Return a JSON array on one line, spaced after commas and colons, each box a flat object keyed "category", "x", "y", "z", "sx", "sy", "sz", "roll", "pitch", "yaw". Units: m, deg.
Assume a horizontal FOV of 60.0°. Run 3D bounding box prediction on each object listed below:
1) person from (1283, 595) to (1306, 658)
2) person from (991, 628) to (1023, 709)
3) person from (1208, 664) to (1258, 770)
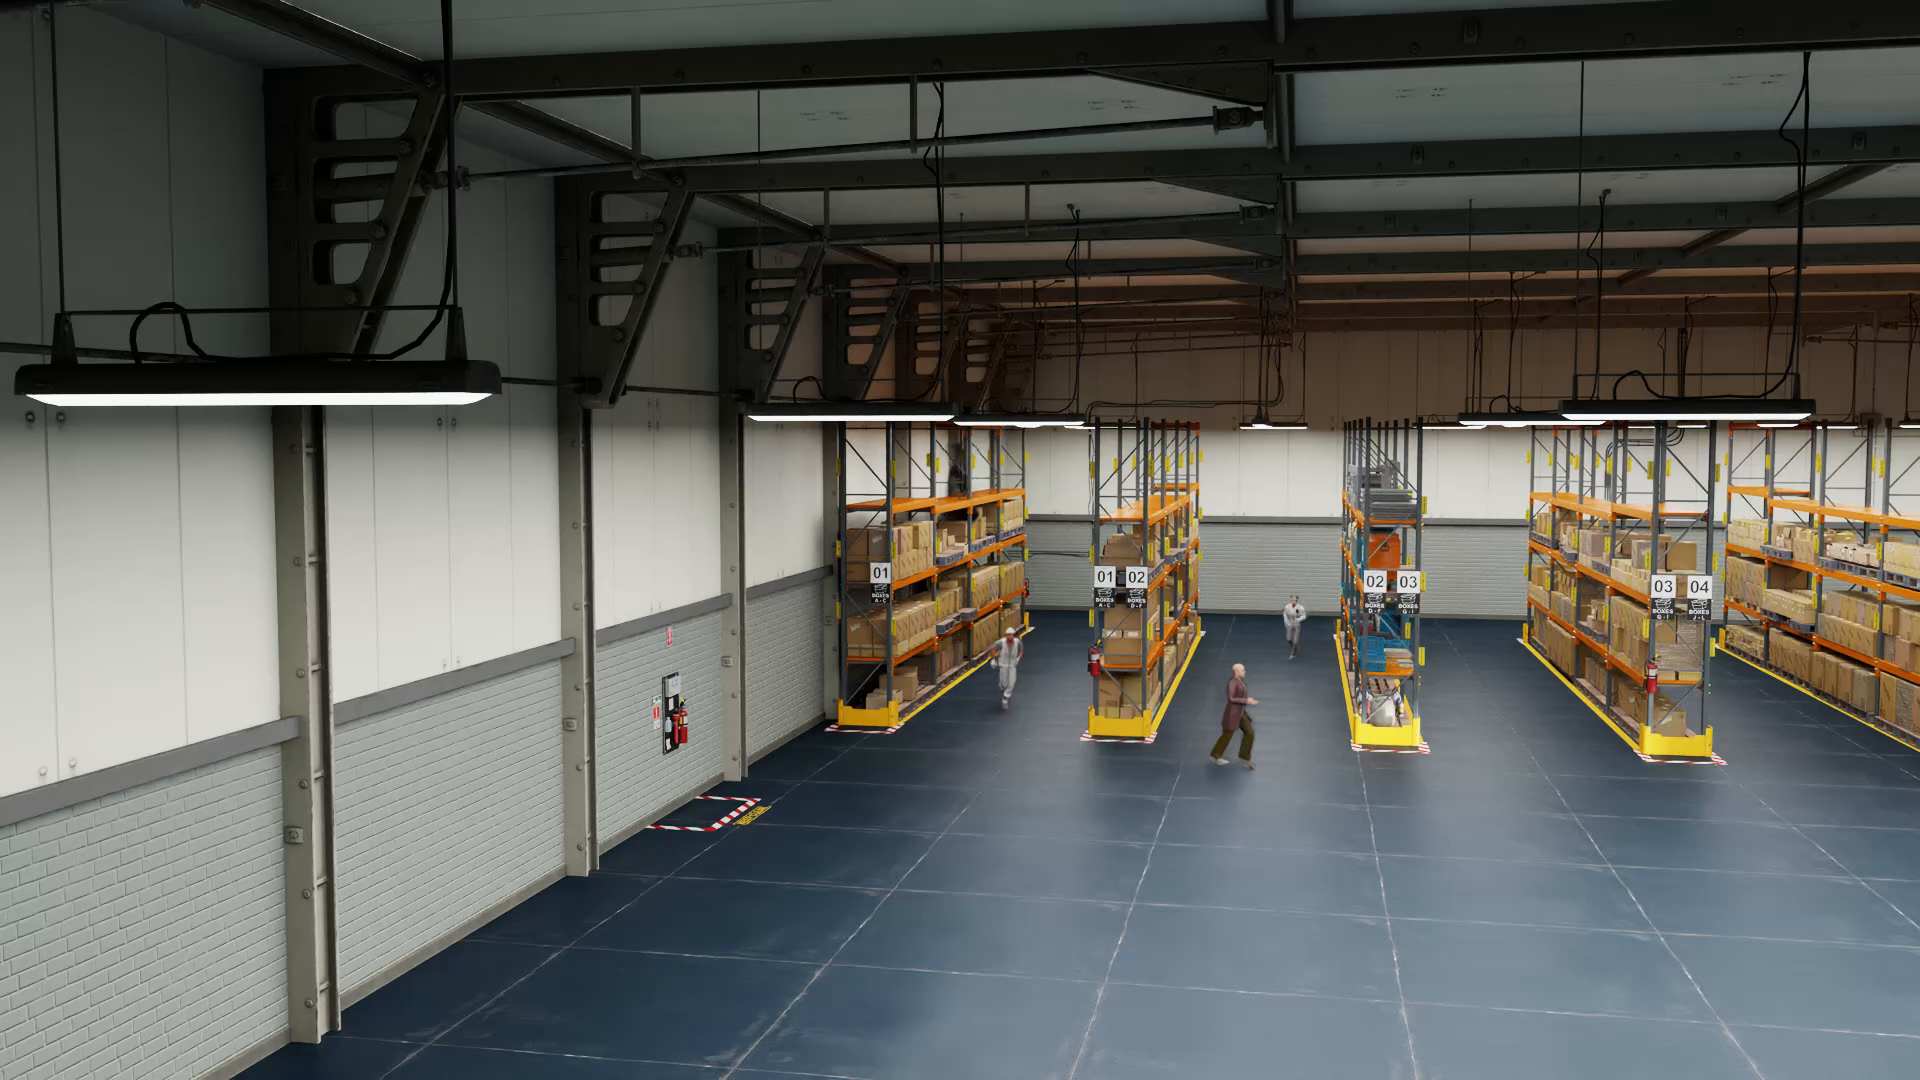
[{"category": "person", "x": 8.414, "y": 2.183, "z": 41.892, "sx": 0.583, "sy": 1.621, "sz": 0.650, "roll": 1, "pitch": 4, "yaw": 18}, {"category": "person", "x": 0.980, "y": 2.645, "z": 34.537, "sx": 0.654, "sy": 1.711, "sz": 0.775, "roll": -1, "pitch": 4, "yaw": -16}, {"category": "person", "x": 4.664, "y": 3.008, "z": 28.257, "sx": 0.907, "sy": 1.835, "sz": 0.641, "roll": 3, "pitch": 5, "yaw": 35}]
